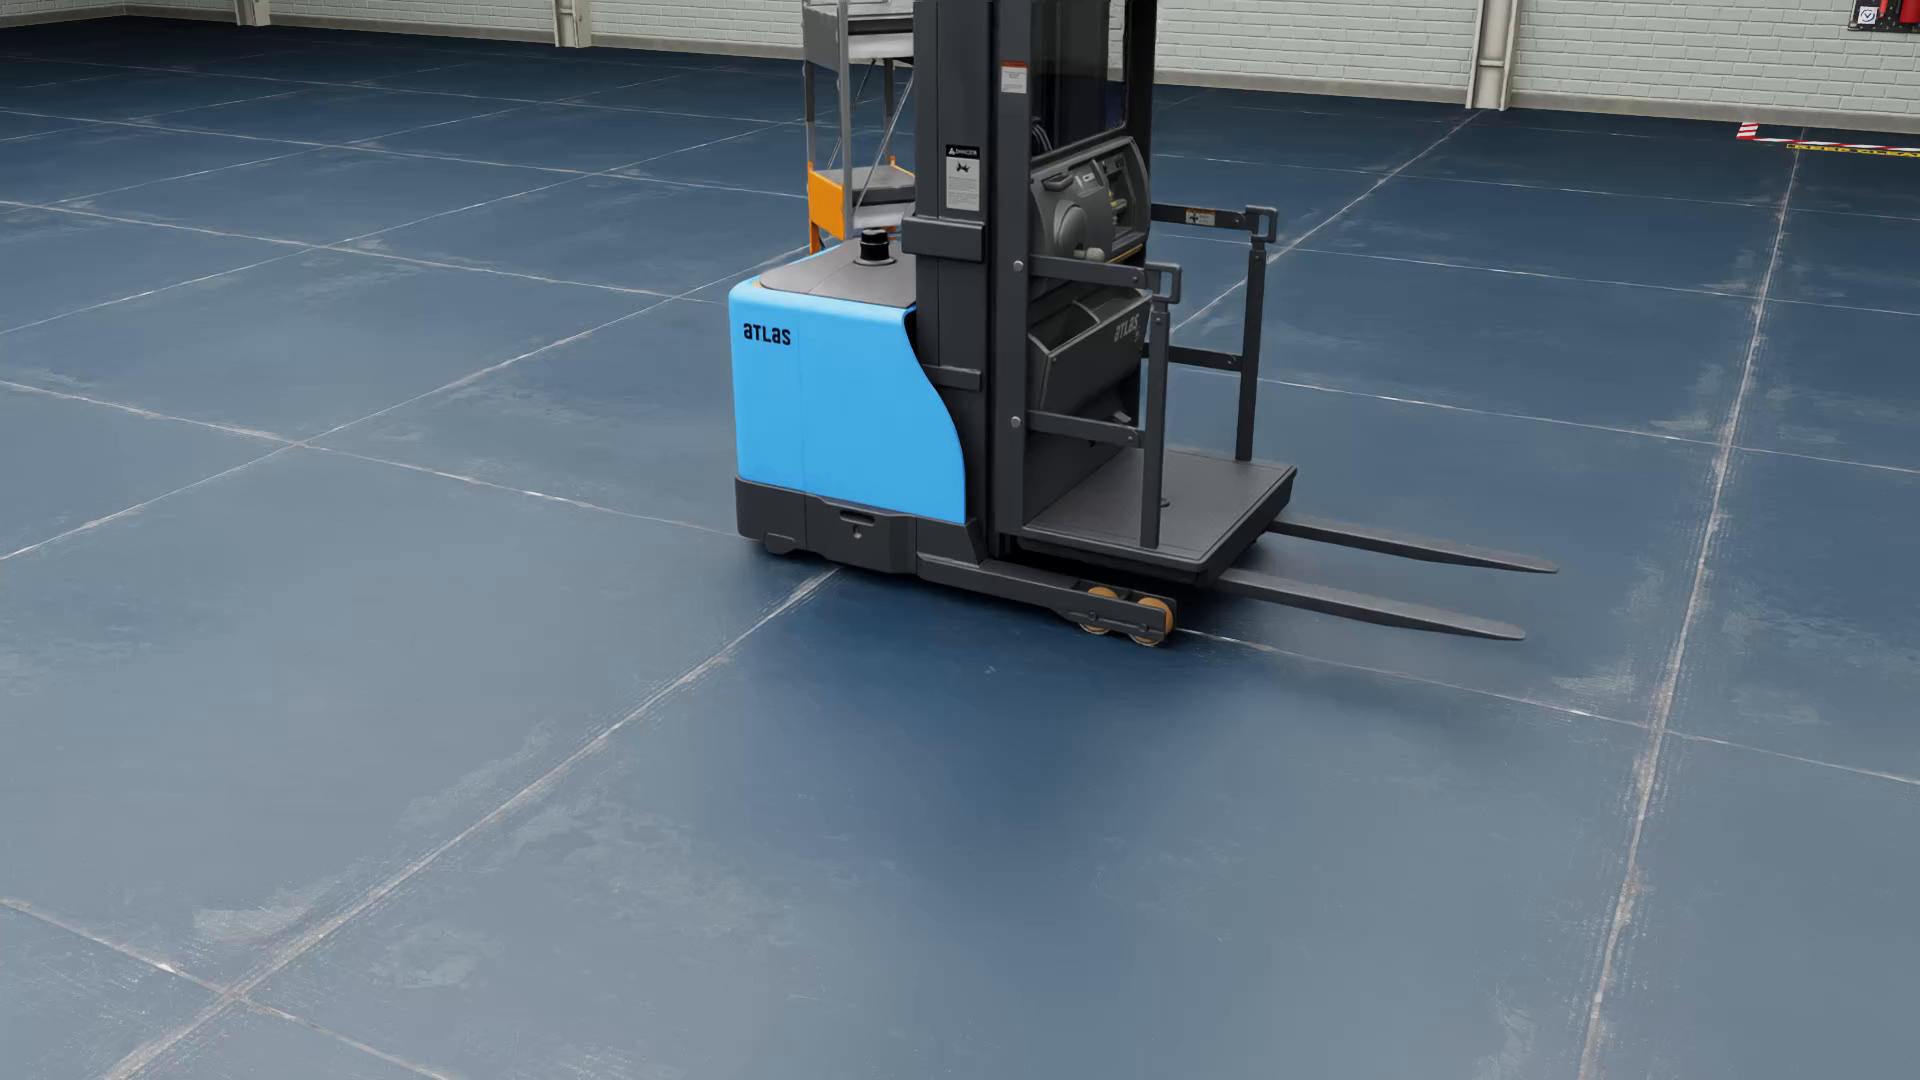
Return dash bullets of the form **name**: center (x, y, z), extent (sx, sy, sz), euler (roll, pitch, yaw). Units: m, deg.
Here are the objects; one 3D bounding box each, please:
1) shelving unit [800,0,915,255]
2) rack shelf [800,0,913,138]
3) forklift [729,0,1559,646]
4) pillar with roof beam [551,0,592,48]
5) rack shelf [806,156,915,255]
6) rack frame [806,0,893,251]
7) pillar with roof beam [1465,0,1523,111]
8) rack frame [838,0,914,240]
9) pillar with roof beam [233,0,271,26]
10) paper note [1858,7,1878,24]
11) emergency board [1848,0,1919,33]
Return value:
- **shelving unit**: center (-0.396, -1.393, 7.342), extent (0.431, 2.100, 0.503), euler (-9, 25, -21)
- **rack shelf**: center (-0.396, -2.024, 7.073), extent (0.431, 0.518, 0.480), euler (-9, 25, -21)
- **forklift**: center (0.654, -1.213, 5.856), extent (3.031, 2.935, 1.130), euler (12, 26, 26)
- **pillar with roof beam**: center (-7.134, -9.283, 17.081), extent (0.400, 9.000, 9.100), euler (11, 25, 25)
- **rack shelf**: center (-0.396, -1.380, 7.347), extent (0.431, 0.518, 0.480), euler (-9, 25, -21)
- **rack frame**: center (-0.489, -1.481, 7.549), extent (0.400, 2.100, 0.015), euler (-9, 25, -21)
- **pillar with roof beam**: center (3.575, -7.164, 12.098), extent (0.400, 9.000, 9.100), euler (11, 25, 25)
- **rack frame**: center (-0.302, -1.304, 7.134), extent (0.400, 2.100, 0.015), euler (-9, 25, -21)
- **pillar with roof beam**: center (-12.488, -10.343, 19.572), extent (0.400, 9.000, 9.100), euler (11, 25, 25)
- **paper note**: center (8.557, -4.947, 15.676), extent (0.142, 0.148, 0.016), euler (11, 25, 25)
- **emergency board**: center (8.684, -5.297, 15.374), extent (0.643, 1.169, 0.194), euler (11, 25, 25)
